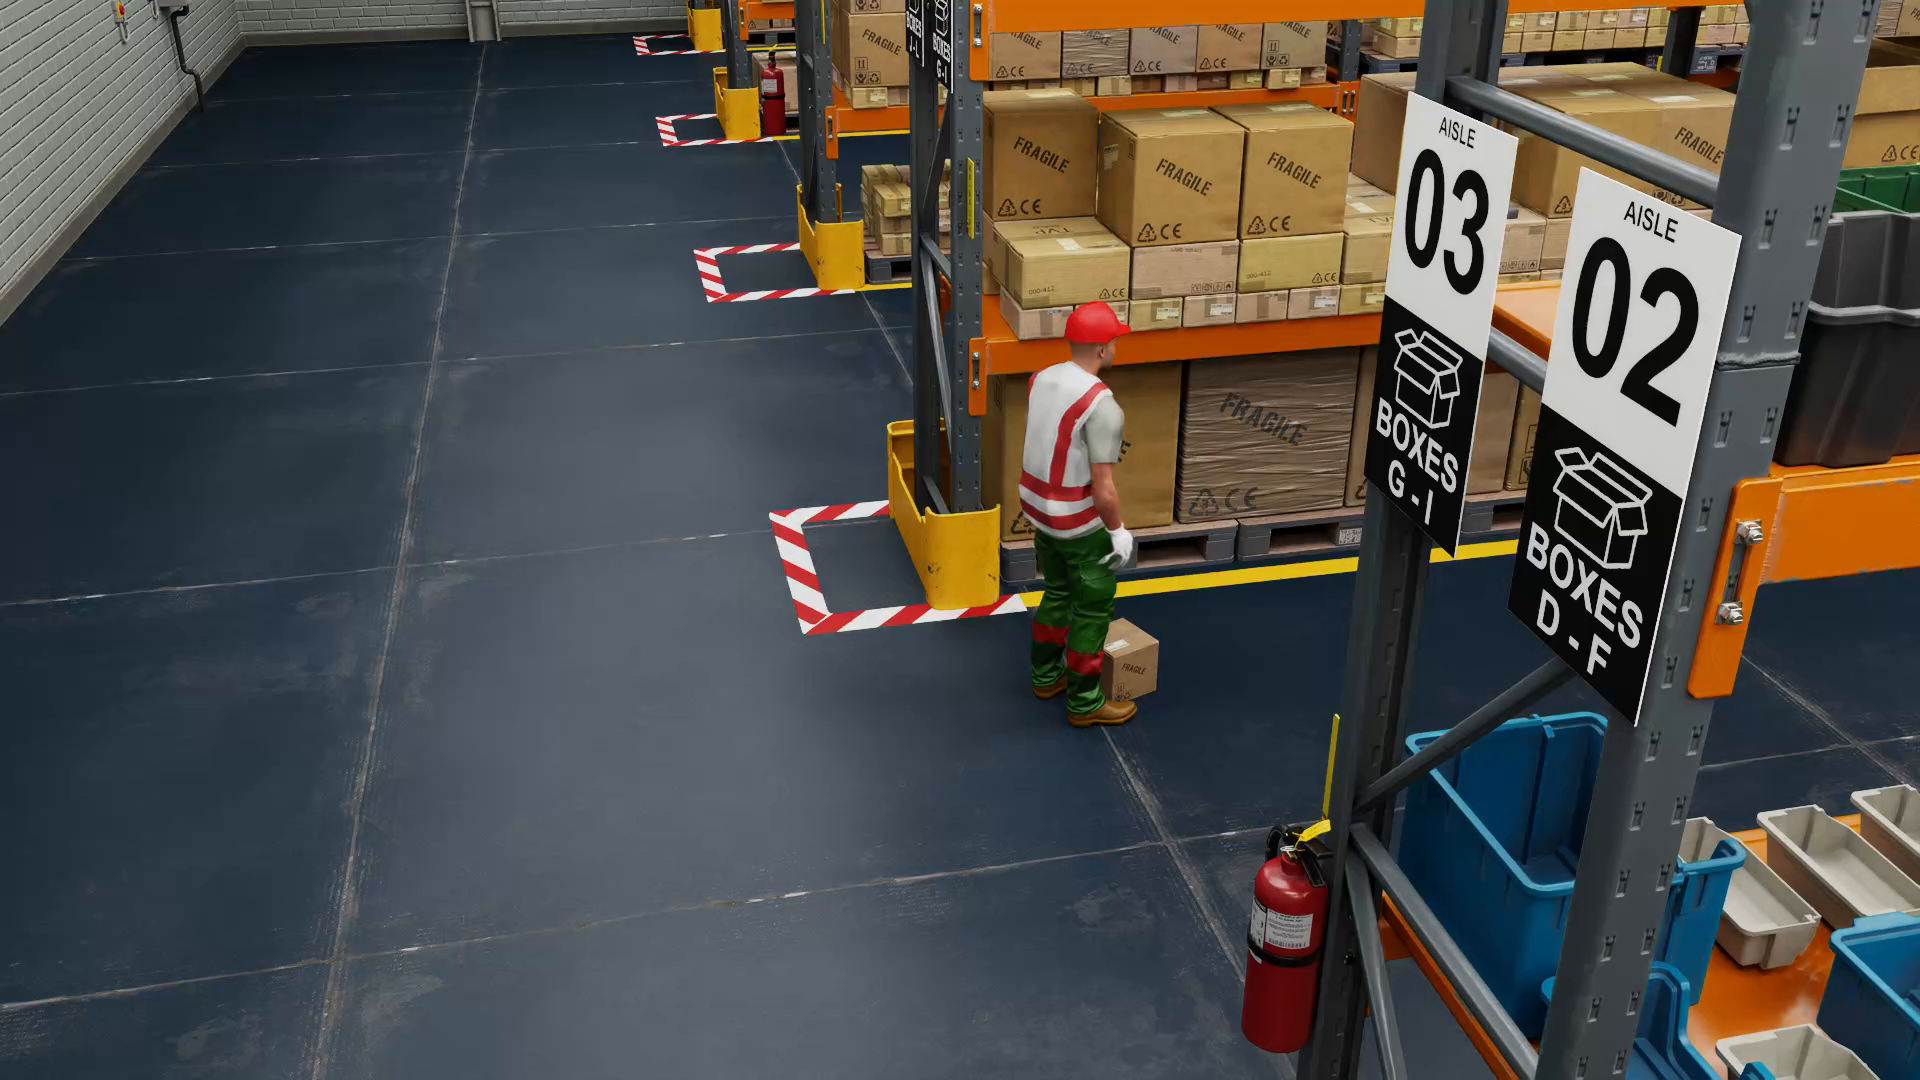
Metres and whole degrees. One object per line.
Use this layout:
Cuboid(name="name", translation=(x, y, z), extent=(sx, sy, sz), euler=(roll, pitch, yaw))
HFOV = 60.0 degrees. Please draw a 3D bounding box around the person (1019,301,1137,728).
Cuboid(name="person", translation=(0.484, -0.100, 6.799), extent=(0.449, 1.778, 0.610), euler=(-15, 30, -27))
